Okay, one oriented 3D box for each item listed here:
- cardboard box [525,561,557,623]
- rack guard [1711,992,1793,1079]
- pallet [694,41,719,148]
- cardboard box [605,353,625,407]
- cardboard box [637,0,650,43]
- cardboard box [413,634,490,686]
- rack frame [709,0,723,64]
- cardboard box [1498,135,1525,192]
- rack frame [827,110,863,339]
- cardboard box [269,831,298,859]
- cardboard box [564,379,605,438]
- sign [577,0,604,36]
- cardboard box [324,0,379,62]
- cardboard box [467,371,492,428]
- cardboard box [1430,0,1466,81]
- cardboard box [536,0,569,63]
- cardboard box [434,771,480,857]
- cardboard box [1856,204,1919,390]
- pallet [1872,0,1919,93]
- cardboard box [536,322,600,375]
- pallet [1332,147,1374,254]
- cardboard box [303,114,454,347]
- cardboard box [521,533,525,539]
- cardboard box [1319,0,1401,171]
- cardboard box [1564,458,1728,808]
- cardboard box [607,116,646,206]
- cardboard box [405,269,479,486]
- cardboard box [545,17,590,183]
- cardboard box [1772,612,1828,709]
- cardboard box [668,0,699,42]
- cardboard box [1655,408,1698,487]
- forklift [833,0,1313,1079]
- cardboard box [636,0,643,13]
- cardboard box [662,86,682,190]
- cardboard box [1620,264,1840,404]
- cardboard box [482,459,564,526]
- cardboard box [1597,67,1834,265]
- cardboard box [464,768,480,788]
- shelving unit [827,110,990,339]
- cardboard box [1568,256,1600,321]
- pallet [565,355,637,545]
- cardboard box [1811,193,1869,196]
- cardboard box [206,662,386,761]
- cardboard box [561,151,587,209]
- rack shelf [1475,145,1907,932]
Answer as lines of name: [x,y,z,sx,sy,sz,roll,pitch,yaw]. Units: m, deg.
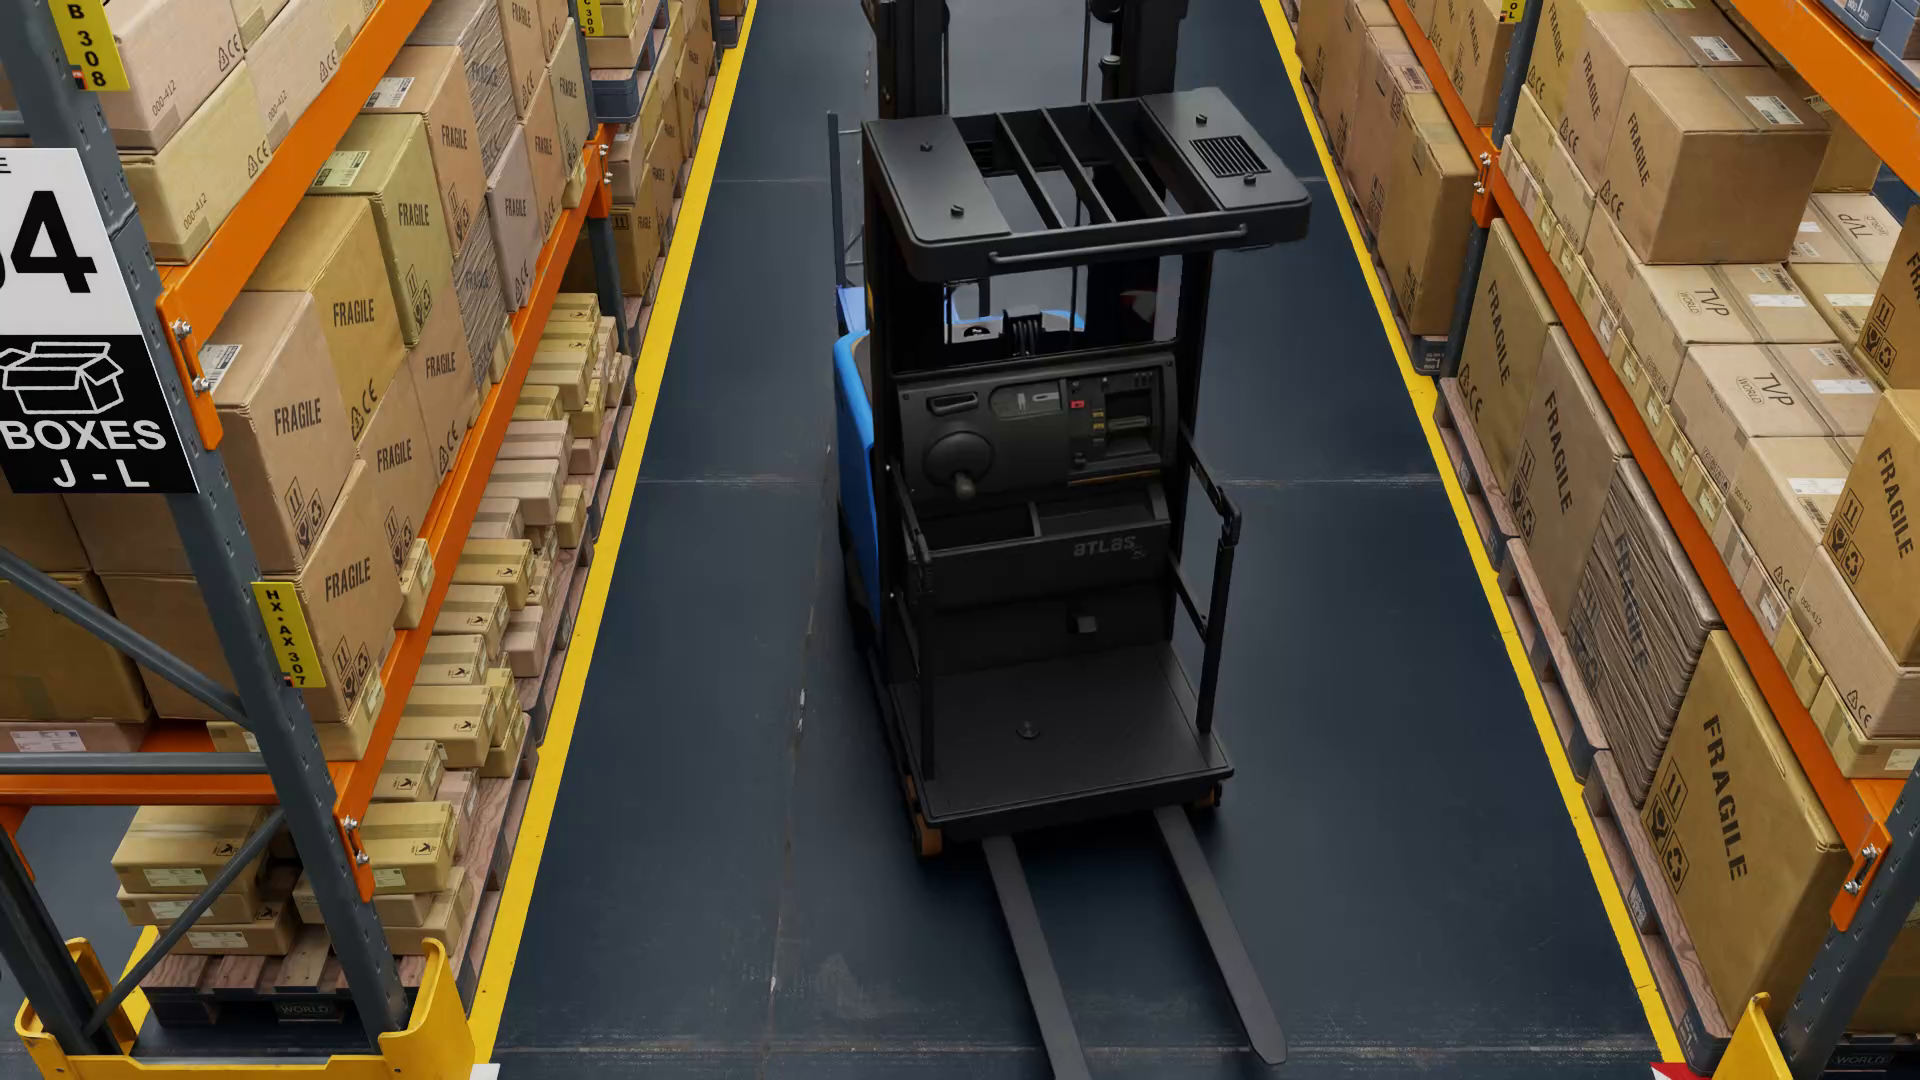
cardboard box: [-1.806,0.216,6.526,0.380,0.149,0.250,0,39,0]
rack guard: [2.850,1.613,4.838,1.175,0.500,0.348,0,39,0]
pallet: [-2.120,-2.863,10.654,1.003,0.211,1.213,0,39,0]
cardboard box: [-1.774,-0.745,7.725,0.380,0.149,0.250,0,39,1]
cardboard box: [-1.661,-2.425,7.742,0.380,0.149,0.250,1,39,1]
cardboard box: [-1.847,0.466,5.738,0.380,0.149,0.250,-2,39,-2]
rack frame: [-2.119,-4.440,10.392,1.000,3.000,0.127,0,39,0]
cardboard box: [2.513,-1.596,7.044,0.380,0.149,0.250,0,39,0]
rack frame: [-0.325,-1.282,7.651,0.500,1.500,0.032,-7,39,-9]
cardboard box: [-2.343,0.902,5.432,0.380,0.149,0.250,-1,39,-1]
cardboard box: [-1.766,-0.573,7.272,0.380,0.149,0.250,-1,39,-2]
sign: [-1.572,-2.282,7.006,0.100,0.325,0.005,0,39,0]
cardboard box: [-1.865,-1.482,4.422,0.500,0.250,0.500,-1,39,-2]
cardboard box: [-1.835,-0.518,5.698,0.380,0.149,0.250,1,39,2]
cardboard box: [2.578,-2.520,7.916,0.500,0.500,0.500,1,39,1]
cardboard box: [-1.844,-2.190,6.467,0.500,0.500,0.500,-1,39,-2]
cardboard box: [-1.798,0.896,5.439,0.380,0.149,0.250,0,39,0]
cardboard box: [3.112,-0.665,4.964,0.500,0.500,0.500,-1,39,-1]
pallet: [2.839,-0.978,3.743,1.003,0.211,1.213,0,39,0]
cardboard box: [-1.814,-0.840,7.368,0.380,0.149,0.250,0,39,1]
pallet: [2.765,-2.038,9.625,1.003,0.211,1.213,0,39,0]
cardboard box: [-1.830,-0.904,4.863,0.500,0.500,0.500,-1,39,-1]
cardboard box: [-1.906,0.078,6.460,0.380,0.149,0.250,2,39,2]
cardboard box: [2.814,-2.726,9.617,1.225,0.875,0.875,0,39,0]
cardboard box: [2.768,0.318,5.817,0.875,0.875,0.875,0,39,0]
cardboard box: [-1.851,-1.882,8.263,0.500,0.250,0.500,-2,39,-2]
cardboard box: [-1.848,-0.514,5.175,0.500,0.500,0.500,0,39,1]
cardboard box: [-1.832,-1.792,6.769,0.500,0.500,0.500,0,39,0]
cardboard box: [2.518,0.335,4.634,0.380,0.149,0.250,0,39,0]
cardboard box: [-1.845,-3.178,9.880,0.500,0.250,0.500,0,39,1]
cardboard box: [2.517,-0.303,5.430,0.380,0.149,0.250,0,39,0]
forklift: [0.312,-0.292,5.271,1.130,2.935,3.031,-8,39,-10]
cardboard box: [-1.657,-2.529,7.635,0.380,0.149,0.250,-1,39,-1]
cardboard box: [-1.867,-2.248,9.320,0.500,0.500,0.500,1,39,1]
cardboard box: [2.579,-0.699,5.606,0.500,0.250,0.500,0,39,0]
cardboard box: [-1.779,-0.184,6.550,0.380,0.149,0.250,-1,39,-2]
cardboard box: [2.588,-1.296,5.751,0.500,0.500,0.500,-1,39,-1]
cardboard box: [-1.880,0.864,5.717,0.380,0.149,0.250,0,39,0]
shelving unit: [-0.228,-0.970,7.261,0.538,1.500,1.048,-7,39,-9]
cardboard box: [2.517,-0.942,6.228,0.380,0.149,0.250,-1,39,-1]
pallet: [-2.079,-0.431,7.619,1.003,0.211,1.213,0,39,0]
cardboard box: [3.111,-1.337,6.402,0.500,0.250,0.500,1,39,1]
cardboard box: [-1.783,0.458,4.481,0.380,0.149,0.250,0,39,0]
cardboard box: [-1.771,-1.501,6.926,0.380,0.149,0.250,-1,39,-1]
rack shelf: [2.848,-0.348,5.861,1.077,0.370,4.000,0,39,0]
